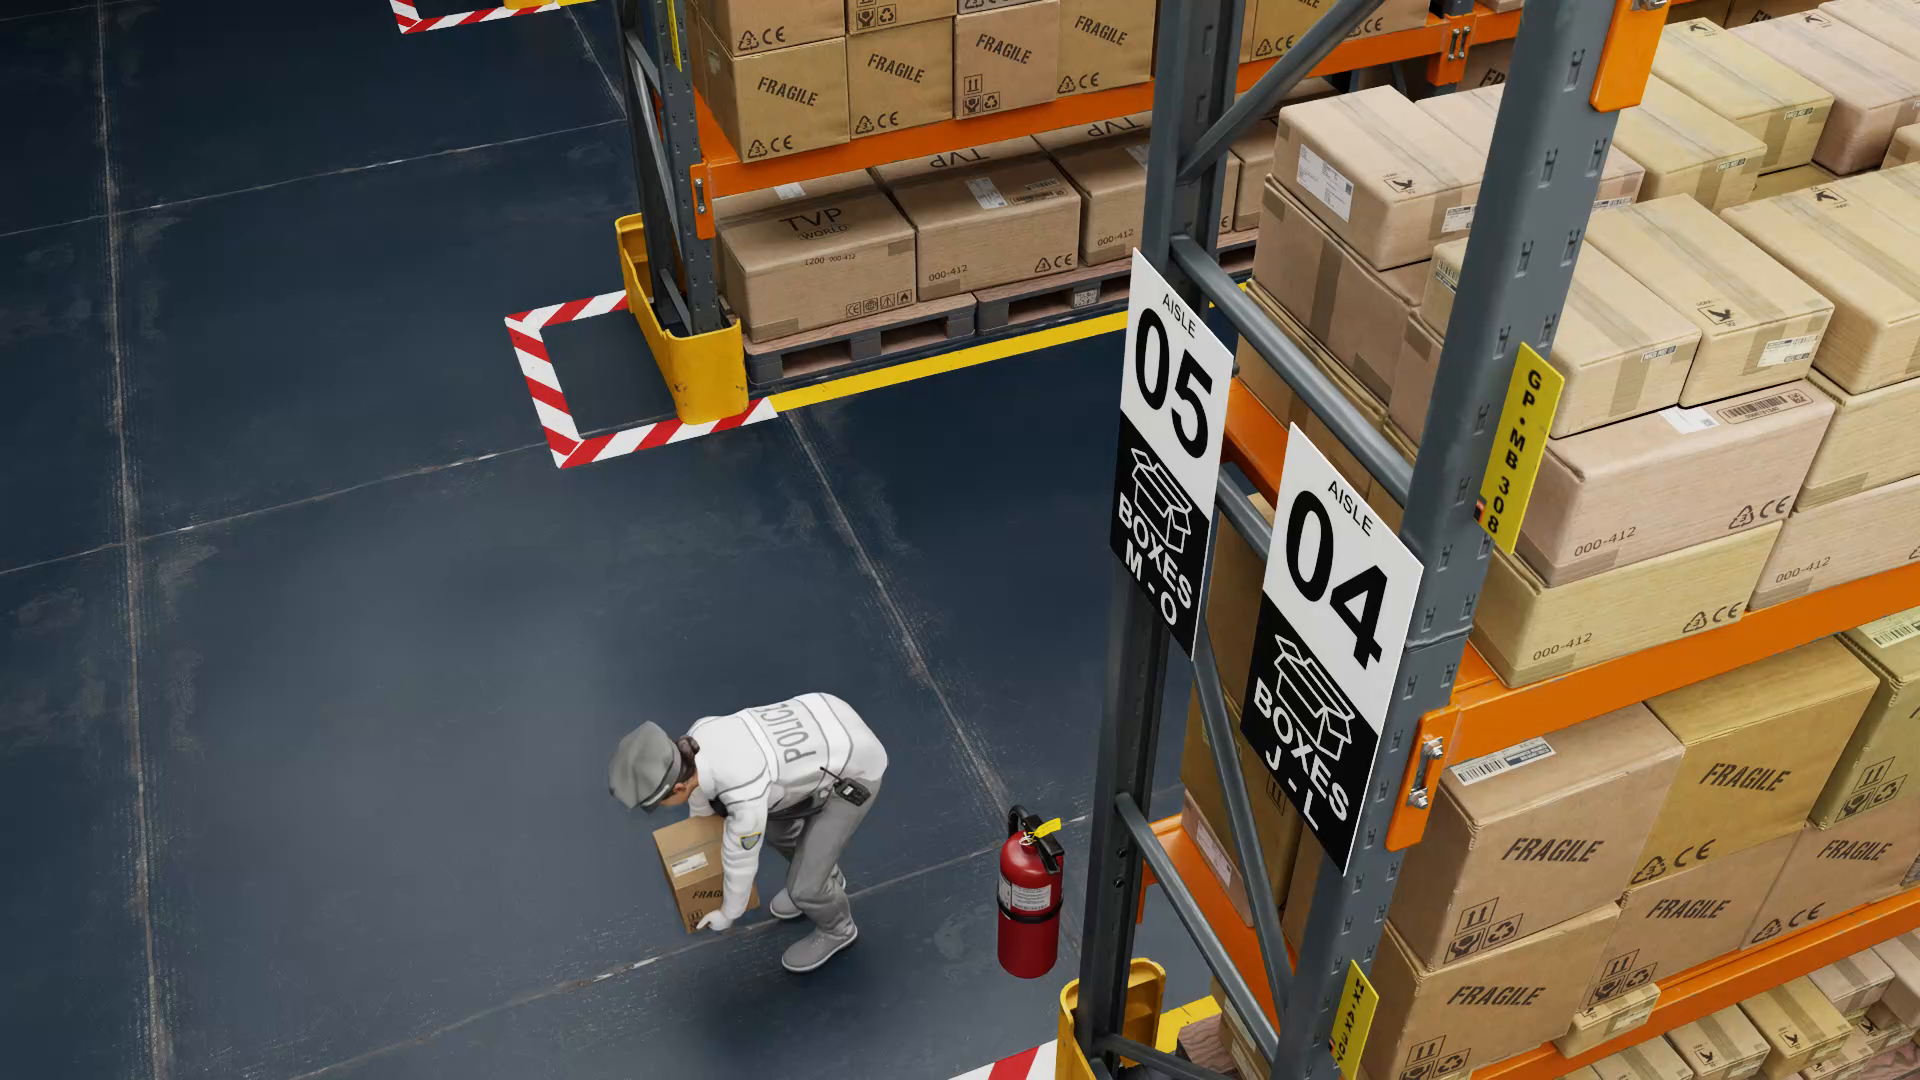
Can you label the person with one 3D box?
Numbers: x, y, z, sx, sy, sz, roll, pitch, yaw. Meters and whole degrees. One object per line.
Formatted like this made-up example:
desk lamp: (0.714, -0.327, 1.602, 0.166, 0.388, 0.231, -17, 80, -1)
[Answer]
person: (-0.658, 0.955, 5.397, 0.888, 1.269, 0.424, -21, 46, -22)
